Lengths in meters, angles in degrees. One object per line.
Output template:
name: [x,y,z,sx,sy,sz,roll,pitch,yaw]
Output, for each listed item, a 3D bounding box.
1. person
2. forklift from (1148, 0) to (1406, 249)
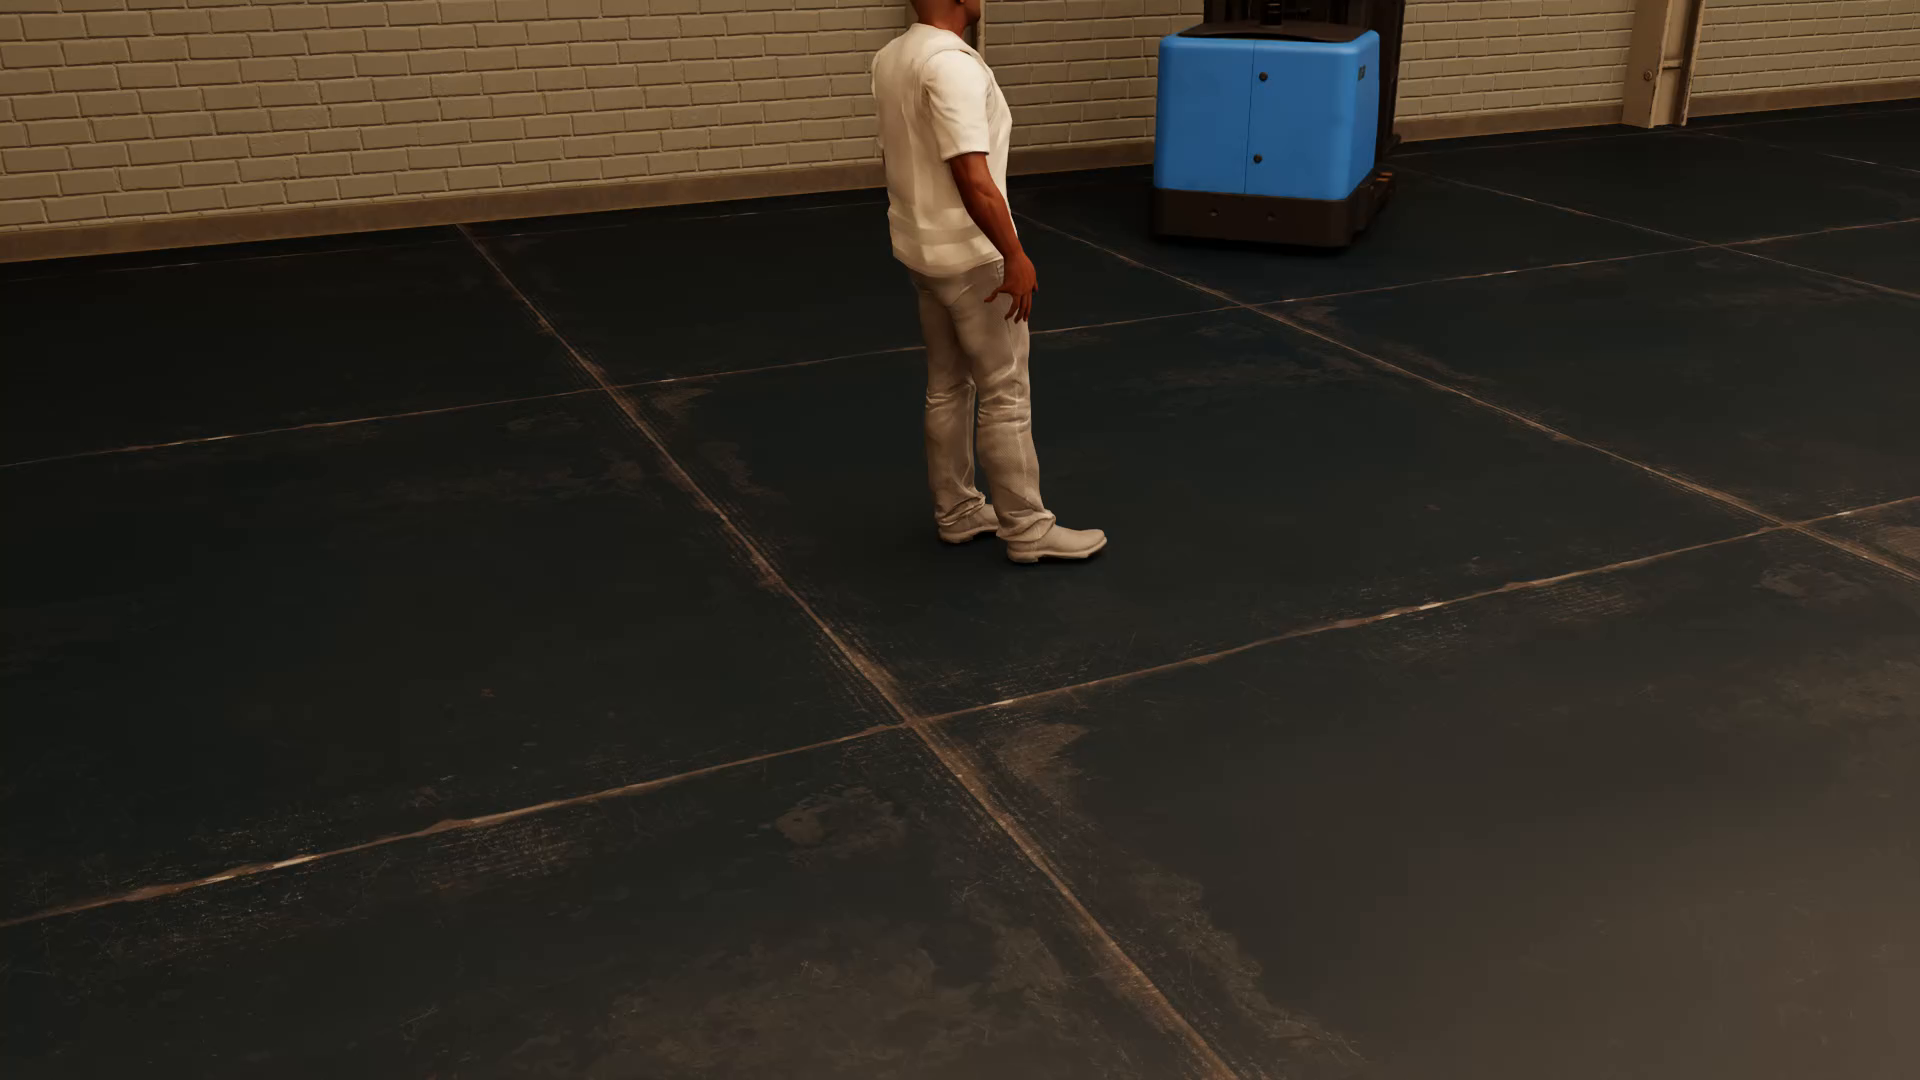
person: [0.066,-0.832,4.789,0.575,1.768,0.666,-10,25,-23]
forklift: [2.007,-3.392,9.451,1.130,2.935,3.031,8,24,19]
